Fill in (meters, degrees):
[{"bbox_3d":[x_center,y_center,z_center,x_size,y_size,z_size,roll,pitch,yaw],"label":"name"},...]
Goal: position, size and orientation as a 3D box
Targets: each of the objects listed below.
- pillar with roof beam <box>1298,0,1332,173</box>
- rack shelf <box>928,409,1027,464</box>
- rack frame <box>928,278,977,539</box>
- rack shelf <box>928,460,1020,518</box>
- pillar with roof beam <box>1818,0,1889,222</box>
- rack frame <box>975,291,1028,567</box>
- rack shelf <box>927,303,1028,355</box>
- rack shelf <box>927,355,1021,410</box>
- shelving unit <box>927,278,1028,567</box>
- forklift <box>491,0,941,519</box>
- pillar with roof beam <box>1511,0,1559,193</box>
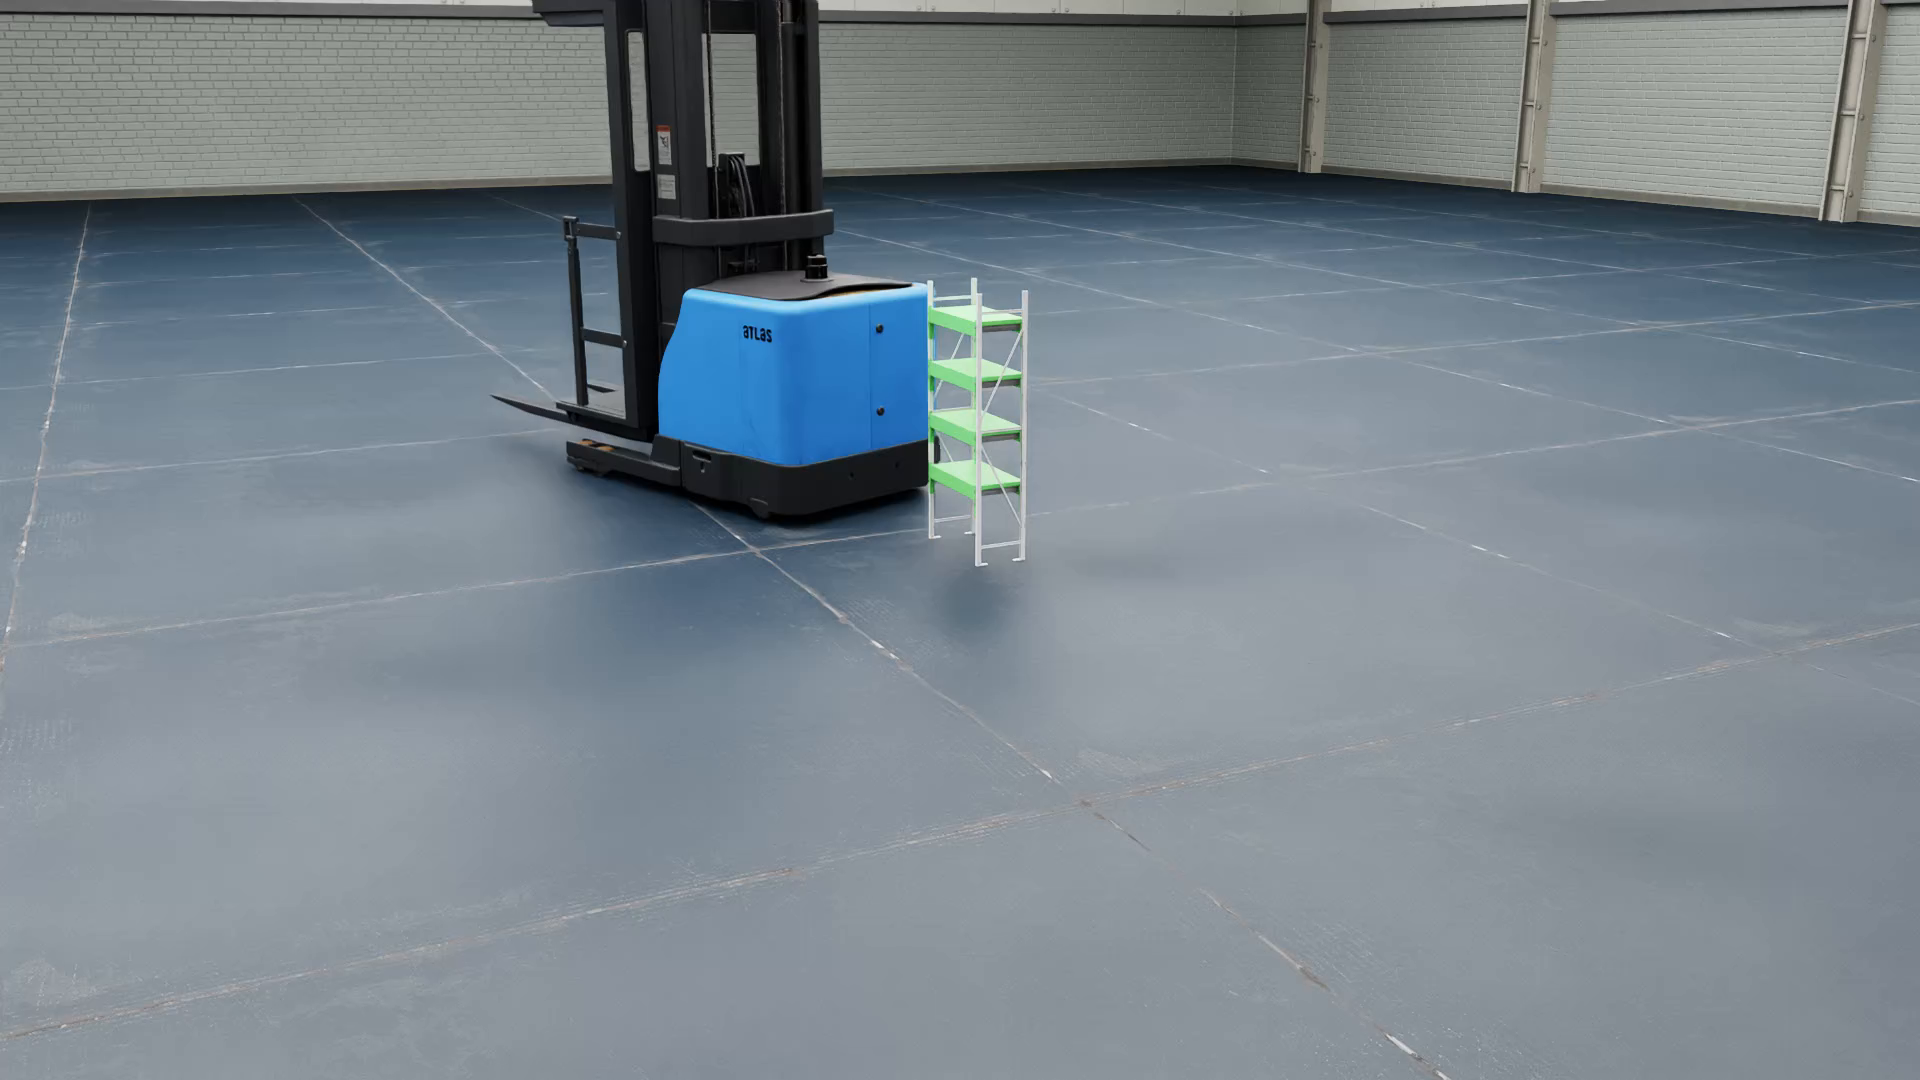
[{"bbox_3d":[3.244,-11.281,30.749,9.100,9.000,0.400,-8,18,-25],"label":"pillar with roof beam"},{"bbox_3d":[0.073,-0.474,7.460,0.258,0.148,0.480,-8,18,-25],"label":"rack shelf"},{"bbox_3d":[-0.034,-0.596,7.653,0.240,1.200,0.015,-8,18,-25],"label":"rack frame"},{"bbox_3d":[0.073,-0.244,7.526,0.258,0.148,0.480,-8,18,-25],"label":"rack shelf"},{"bbox_3d":[8.501,-8.306,20.380,9.100,9.000,0.400,-8,18,-25],"label":"pillar with roof beam"},{"bbox_3d":[0.179,-0.475,7.231,0.240,1.200,0.015,-8,18,-25],"label":"rack frame"},{"bbox_3d":[0.073,-0.936,7.327,0.258,0.148,0.480,-8,18,-25],"label":"rack shelf"},{"bbox_3d":[0.073,-0.705,7.394,0.258,0.148,0.480,-8,18,-25],"label":"rack shelf"},{"bbox_3d":[0.073,-0.536,7.442,0.258,1.200,0.503,-8,18,-25],"label":"shelving unit"},{"bbox_3d":[-1.502,-1.838,8.843,3.031,2.935,1.130,15,22,42],"label":"forklift"},{"bbox_3d":[5.872,-9.794,25.565,9.100,9.000,0.400,-8,18,-25],"label":"pillar with roof beam"}]
